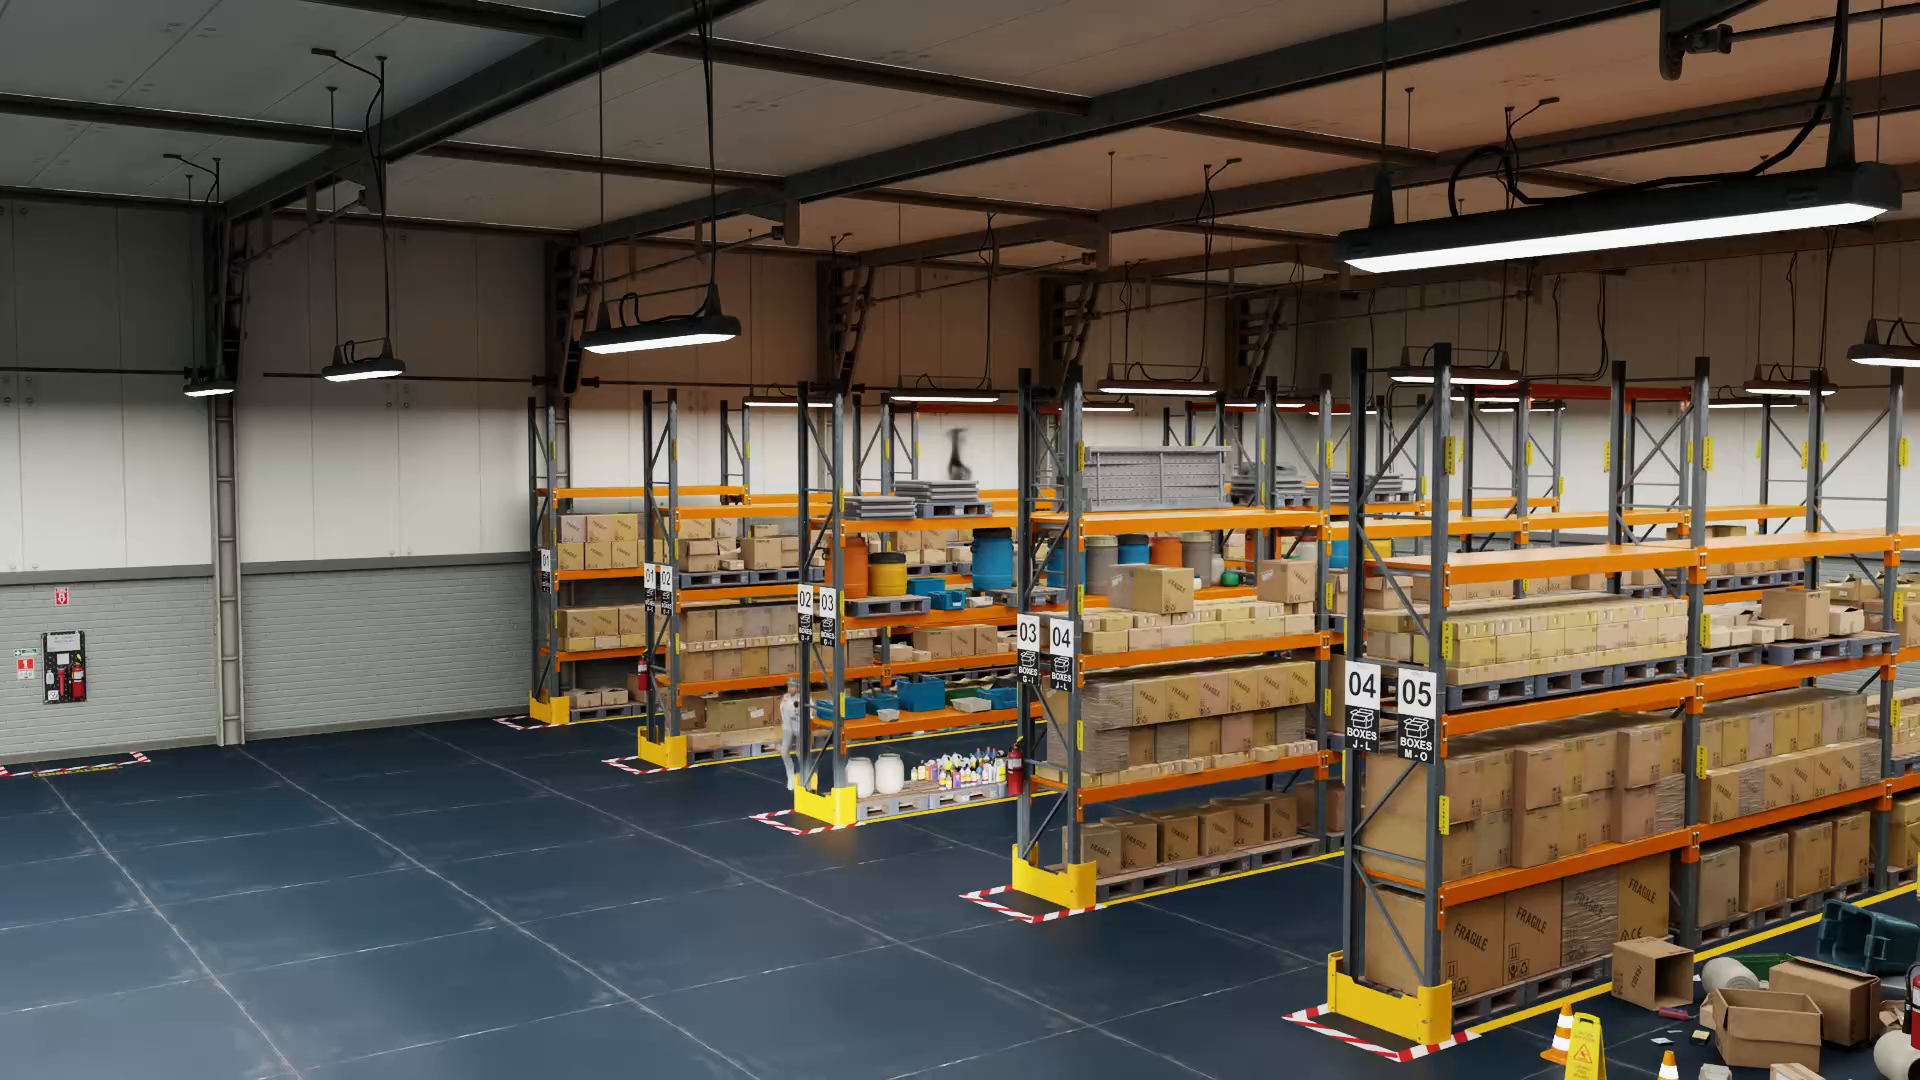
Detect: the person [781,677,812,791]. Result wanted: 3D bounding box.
[{"bbox_3d":[-2.476,2.876,24.756,0.614,1.722,0.747,1,4,22],"label":"person"}]
